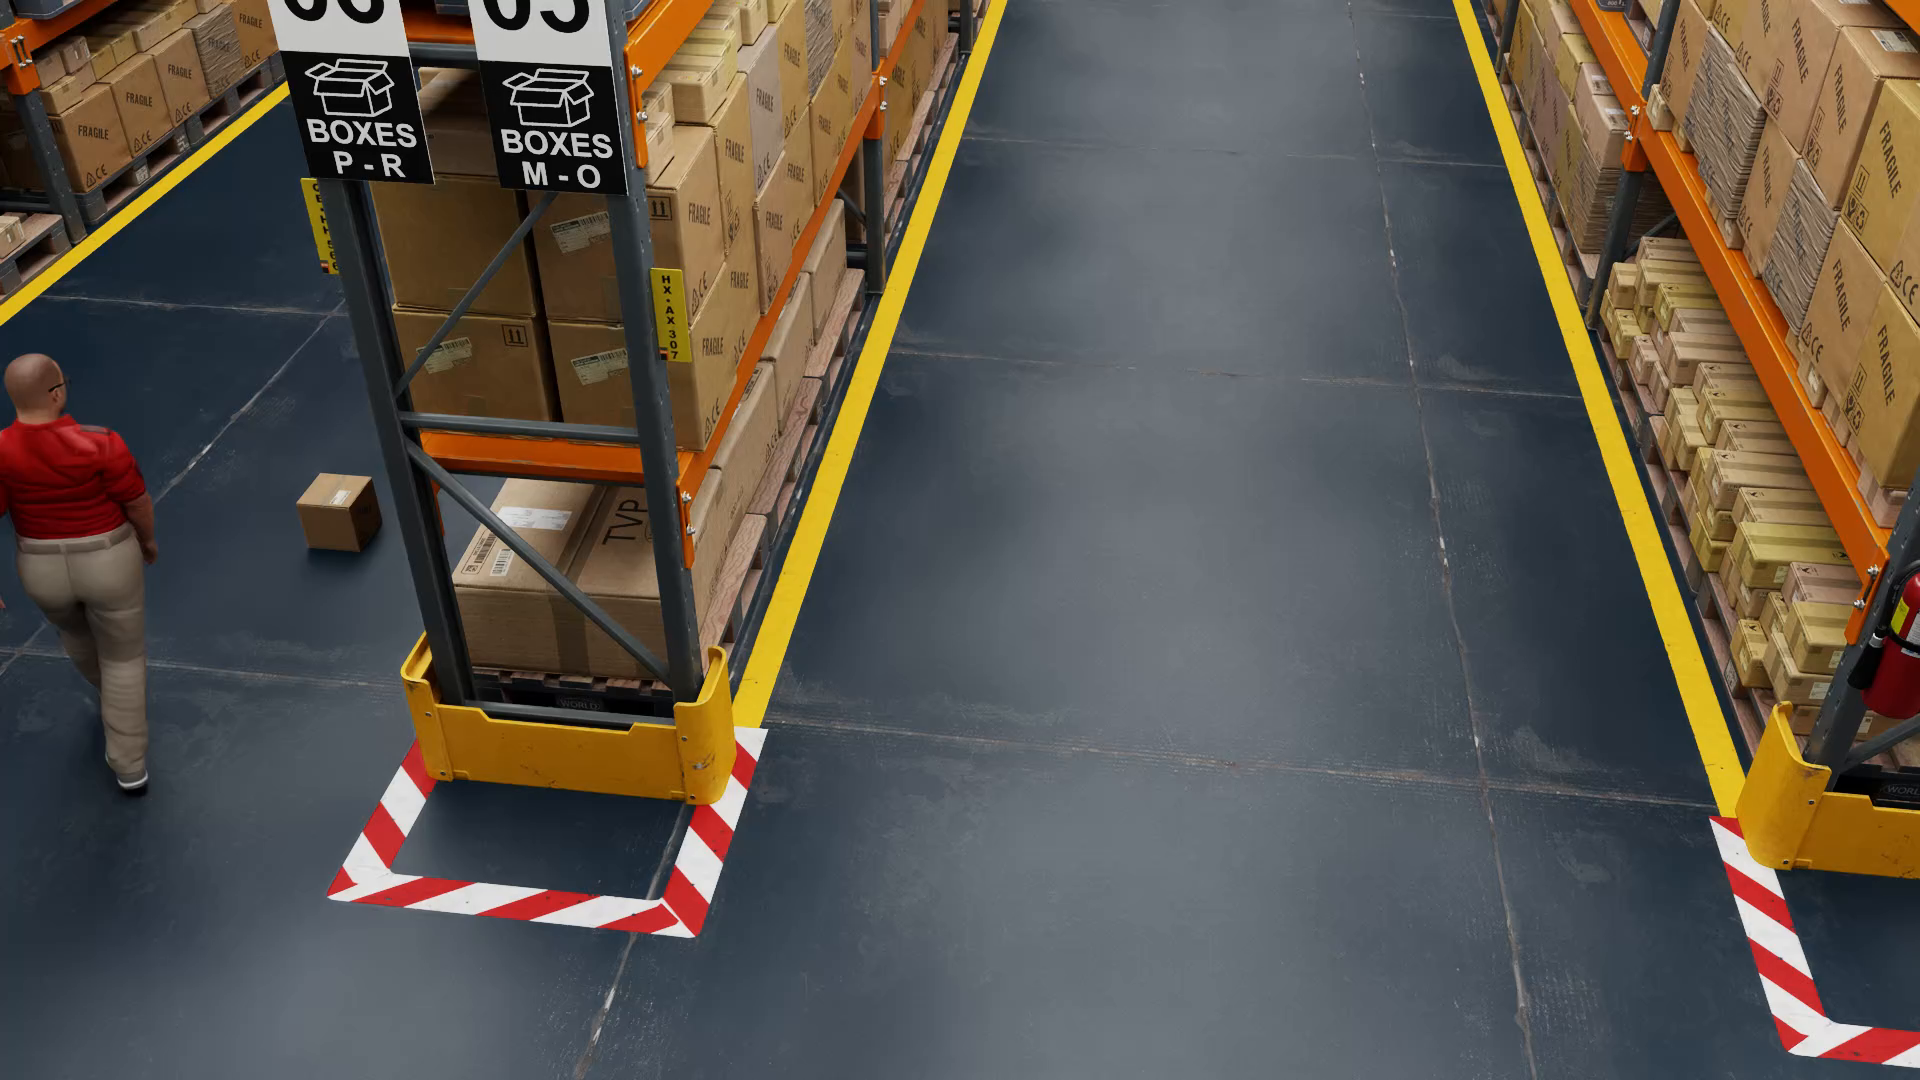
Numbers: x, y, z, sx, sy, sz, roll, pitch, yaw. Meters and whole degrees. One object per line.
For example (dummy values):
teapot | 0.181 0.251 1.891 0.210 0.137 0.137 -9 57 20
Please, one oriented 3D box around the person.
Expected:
person | -3.216 0.044 6.091 0.641 1.693 0.829 -6 36 -9
